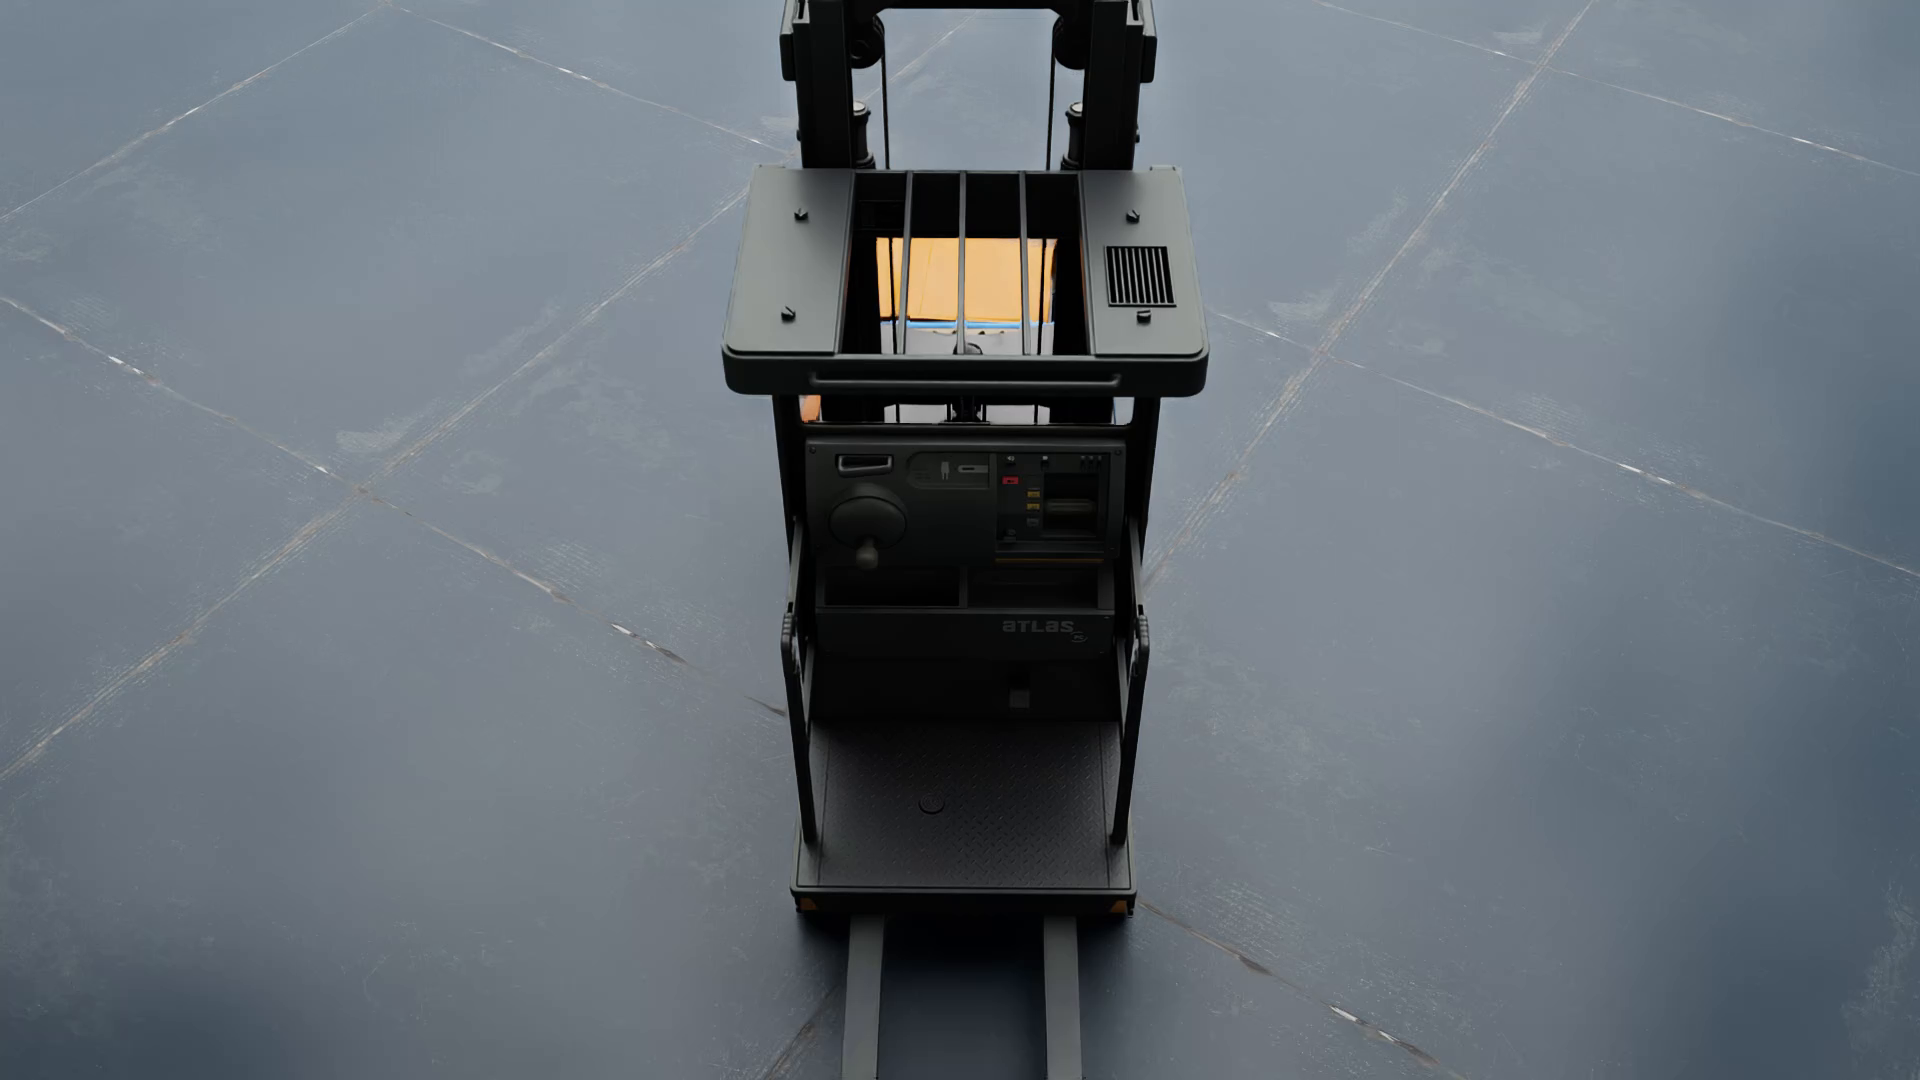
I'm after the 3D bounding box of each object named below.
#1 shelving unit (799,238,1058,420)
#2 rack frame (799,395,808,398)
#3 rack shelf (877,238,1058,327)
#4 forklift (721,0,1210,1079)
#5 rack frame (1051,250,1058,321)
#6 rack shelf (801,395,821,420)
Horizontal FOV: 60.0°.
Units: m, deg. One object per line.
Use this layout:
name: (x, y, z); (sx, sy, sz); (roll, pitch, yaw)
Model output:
shelving unit: (-0.130, -0.721, 6.666); (1.048, 1.125, 0.538); (4, 46, 4)
rack frame: (-0.636, -0.754, 6.698); (0.032, 1.125, 0.500); (4, 46, 4)
rack shelf: (-0.130, -0.925, 6.456); (1.000, 0.278, 0.538); (4, 46, 4)
forklift: (0.016, -0.013, 4.719); (1.130, 2.935, 3.031); (0, 46, 0)
rack frame: (0.377, -0.687, 6.633); (0.032, 1.125, 0.500); (4, 46, 4)
rack shelf: (-0.130, -0.550, 6.841); (1.000, 0.278, 0.538); (4, 46, 4)
